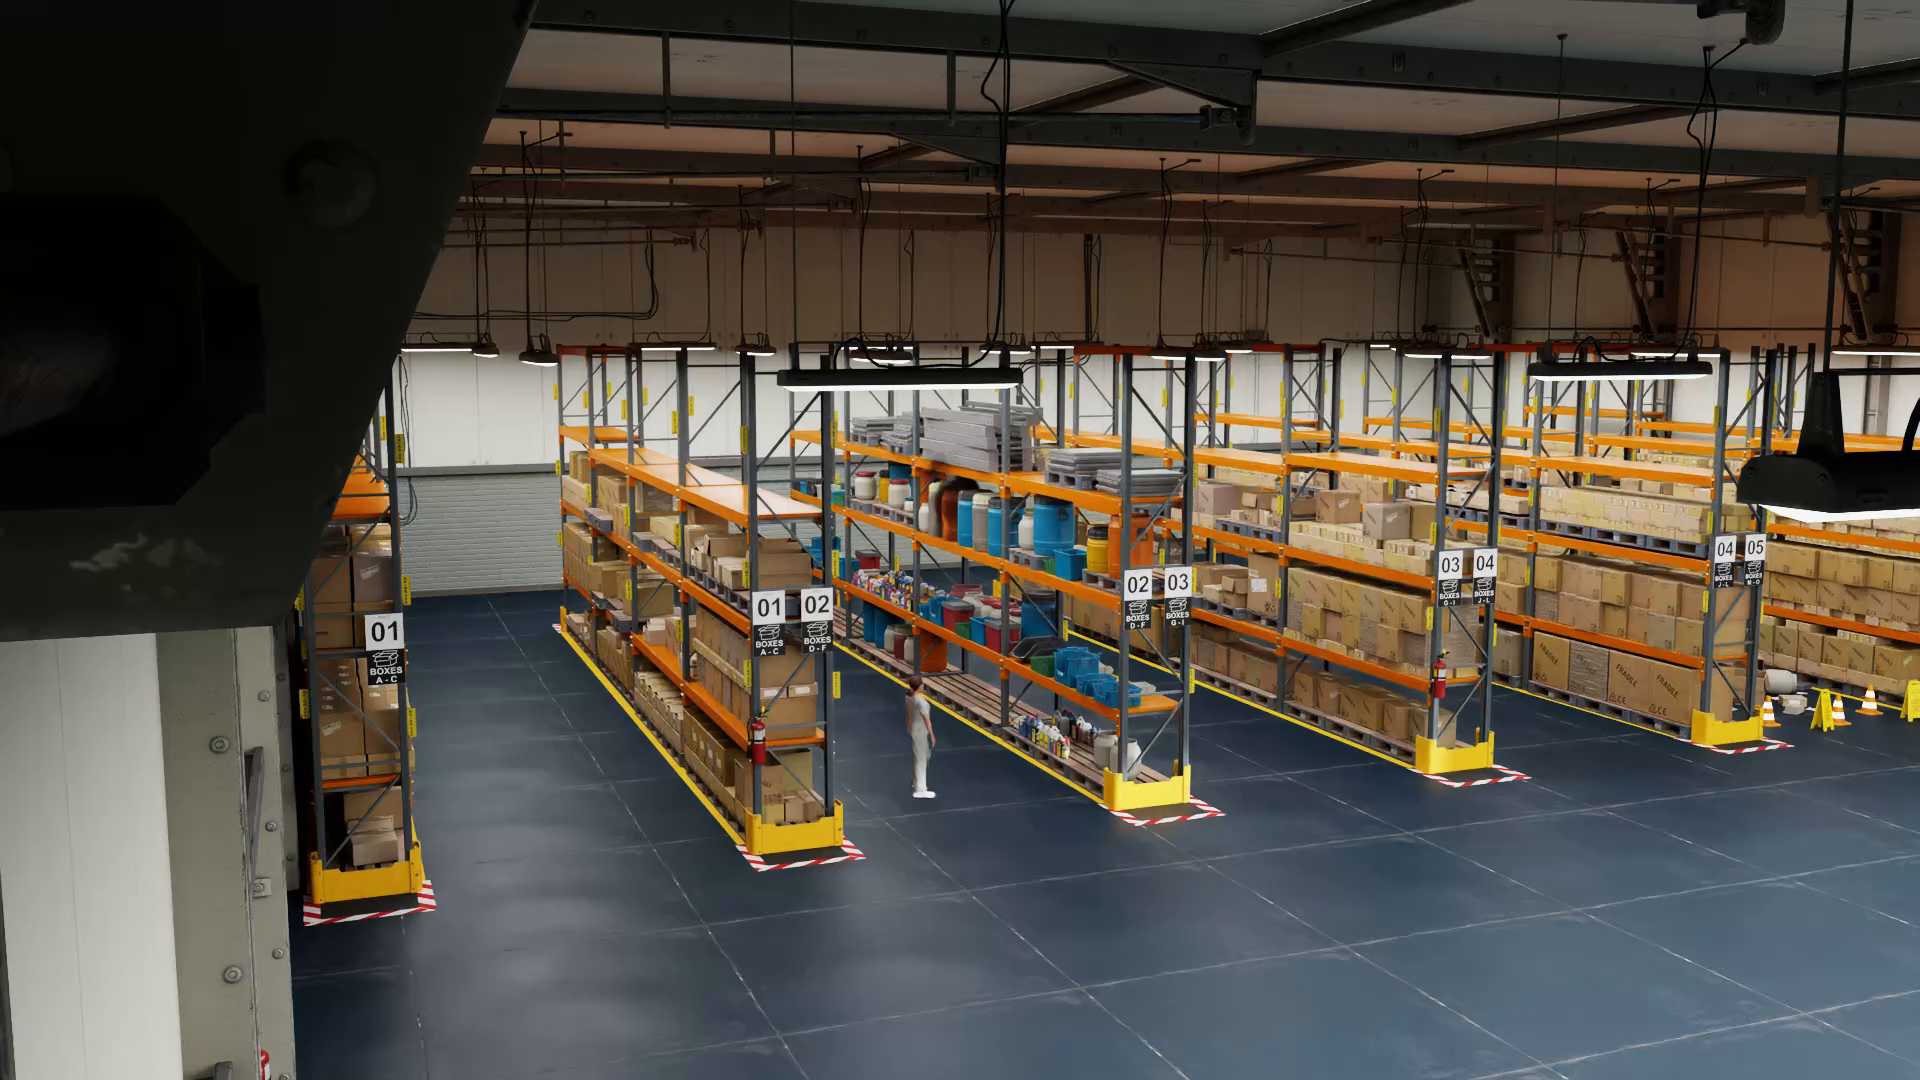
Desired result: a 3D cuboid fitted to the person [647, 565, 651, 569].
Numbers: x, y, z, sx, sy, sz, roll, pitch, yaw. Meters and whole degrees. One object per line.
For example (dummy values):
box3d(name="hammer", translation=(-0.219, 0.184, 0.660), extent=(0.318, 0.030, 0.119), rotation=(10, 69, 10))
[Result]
box3d(name="person", translation=(-6.898, 0.677, 37.575), extent=(0.606, 1.733, 1.025), rotation=(-4, 8, -27))

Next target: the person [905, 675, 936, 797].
box3d(name="person", translation=(-0.538, 2.664, 22.526), extent=(0.412, 1.710, 0.456), rotation=(-3, 8, -20))

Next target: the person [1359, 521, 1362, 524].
box3d(name="person", translation=(9.454, 0.470, 39.491), extent=(0.603, 1.862, 0.618), rotation=(-3, 8, -20))
